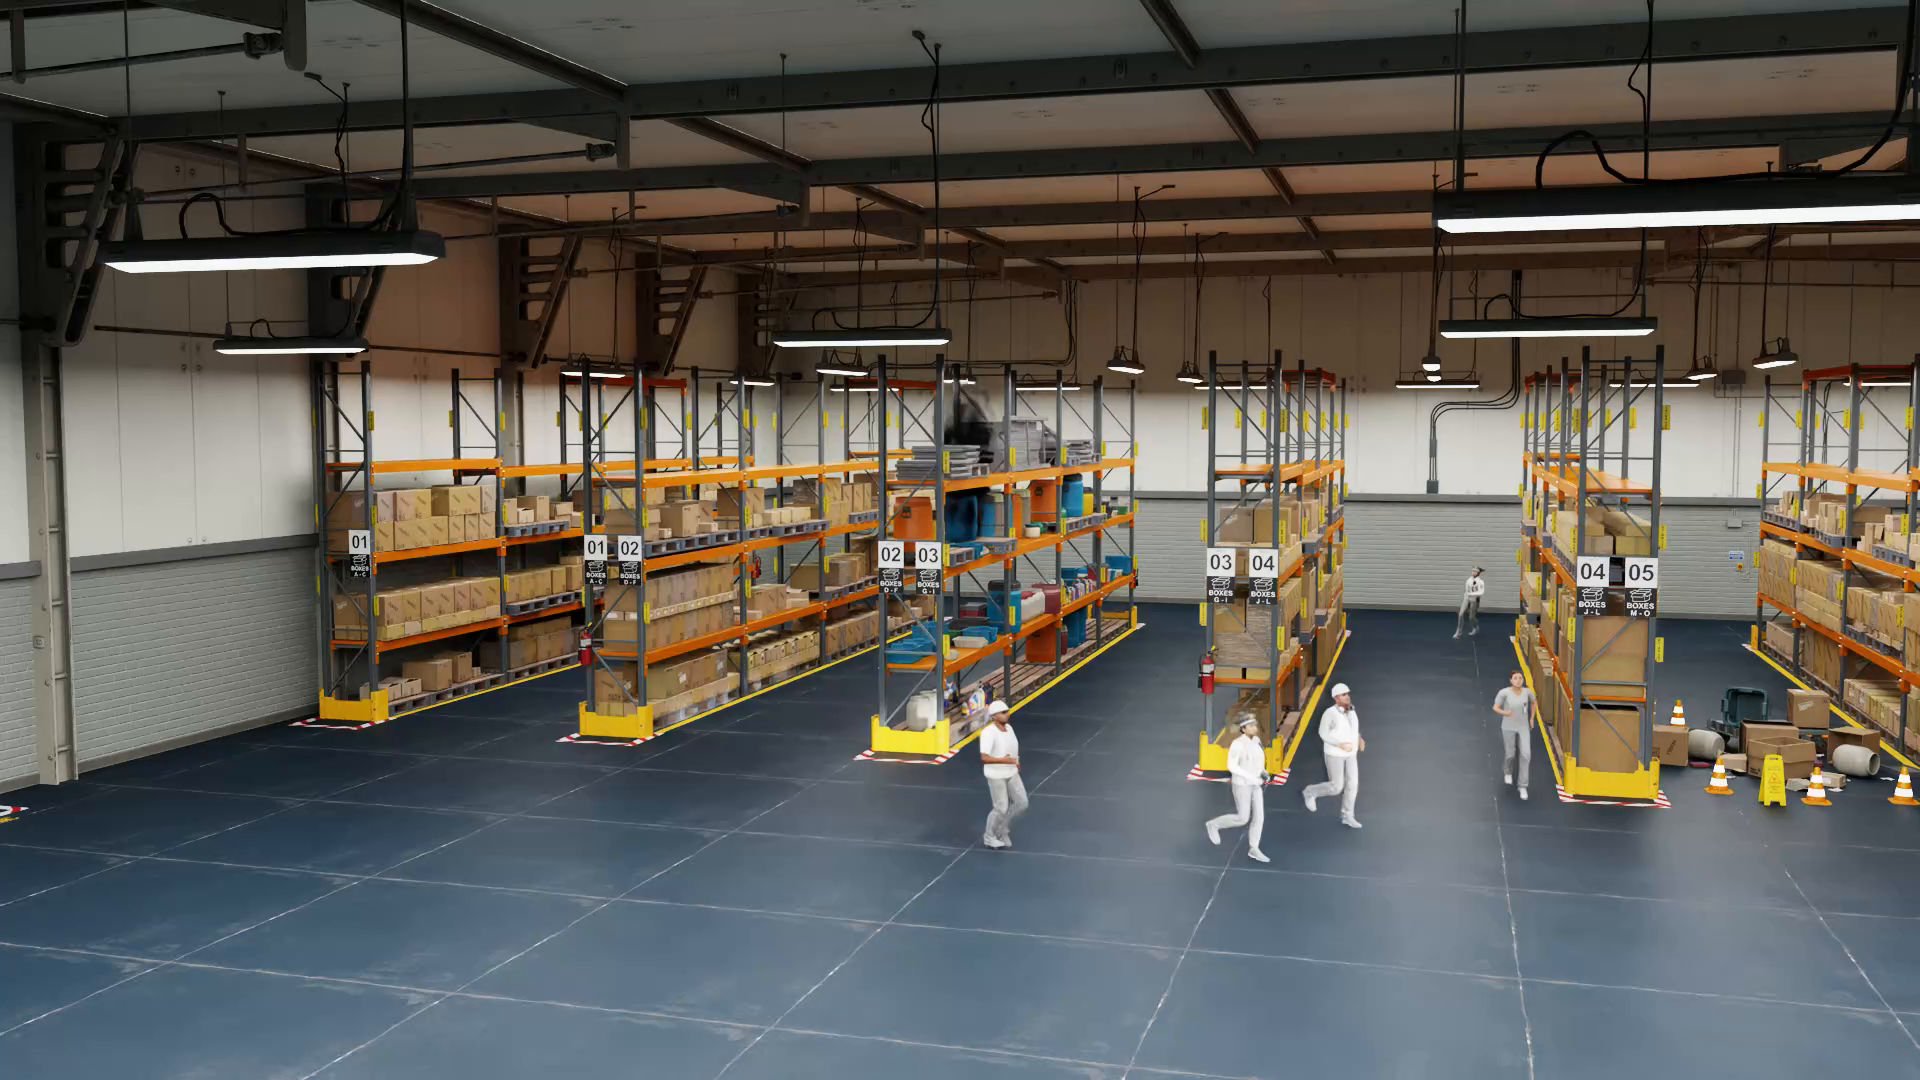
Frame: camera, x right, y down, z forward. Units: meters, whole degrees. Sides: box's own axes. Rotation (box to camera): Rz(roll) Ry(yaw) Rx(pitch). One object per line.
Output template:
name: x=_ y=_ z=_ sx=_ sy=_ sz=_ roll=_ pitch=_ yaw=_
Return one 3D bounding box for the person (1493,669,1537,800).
person: x=7.484 y=2.574 z=22.430 sx=0.596 sy=1.689 sz=0.928 roll=1 pitch=4 yaw=9

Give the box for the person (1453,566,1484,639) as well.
person: x=11.756 y=1.426 z=38.196 sx=0.843 sy=1.686 sz=0.618 roll=-3 pitch=5 yaw=-34

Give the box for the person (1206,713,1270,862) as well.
person: x=3.257 y=2.813 z=19.137 sx=0.624 sy=1.695 sz=0.781 roll=-4 pitch=6 yaw=-44

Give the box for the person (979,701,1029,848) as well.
person: x=0.533 y=2.745 z=19.363 sx=0.626 sy=1.750 sz=0.680 roll=4 pitch=5 yaw=41

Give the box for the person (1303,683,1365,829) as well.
person: x=4.711 y=2.659 z=20.736 sx=0.669 sy=1.769 sz=0.820 roll=-3 pitch=5 yaw=-34
